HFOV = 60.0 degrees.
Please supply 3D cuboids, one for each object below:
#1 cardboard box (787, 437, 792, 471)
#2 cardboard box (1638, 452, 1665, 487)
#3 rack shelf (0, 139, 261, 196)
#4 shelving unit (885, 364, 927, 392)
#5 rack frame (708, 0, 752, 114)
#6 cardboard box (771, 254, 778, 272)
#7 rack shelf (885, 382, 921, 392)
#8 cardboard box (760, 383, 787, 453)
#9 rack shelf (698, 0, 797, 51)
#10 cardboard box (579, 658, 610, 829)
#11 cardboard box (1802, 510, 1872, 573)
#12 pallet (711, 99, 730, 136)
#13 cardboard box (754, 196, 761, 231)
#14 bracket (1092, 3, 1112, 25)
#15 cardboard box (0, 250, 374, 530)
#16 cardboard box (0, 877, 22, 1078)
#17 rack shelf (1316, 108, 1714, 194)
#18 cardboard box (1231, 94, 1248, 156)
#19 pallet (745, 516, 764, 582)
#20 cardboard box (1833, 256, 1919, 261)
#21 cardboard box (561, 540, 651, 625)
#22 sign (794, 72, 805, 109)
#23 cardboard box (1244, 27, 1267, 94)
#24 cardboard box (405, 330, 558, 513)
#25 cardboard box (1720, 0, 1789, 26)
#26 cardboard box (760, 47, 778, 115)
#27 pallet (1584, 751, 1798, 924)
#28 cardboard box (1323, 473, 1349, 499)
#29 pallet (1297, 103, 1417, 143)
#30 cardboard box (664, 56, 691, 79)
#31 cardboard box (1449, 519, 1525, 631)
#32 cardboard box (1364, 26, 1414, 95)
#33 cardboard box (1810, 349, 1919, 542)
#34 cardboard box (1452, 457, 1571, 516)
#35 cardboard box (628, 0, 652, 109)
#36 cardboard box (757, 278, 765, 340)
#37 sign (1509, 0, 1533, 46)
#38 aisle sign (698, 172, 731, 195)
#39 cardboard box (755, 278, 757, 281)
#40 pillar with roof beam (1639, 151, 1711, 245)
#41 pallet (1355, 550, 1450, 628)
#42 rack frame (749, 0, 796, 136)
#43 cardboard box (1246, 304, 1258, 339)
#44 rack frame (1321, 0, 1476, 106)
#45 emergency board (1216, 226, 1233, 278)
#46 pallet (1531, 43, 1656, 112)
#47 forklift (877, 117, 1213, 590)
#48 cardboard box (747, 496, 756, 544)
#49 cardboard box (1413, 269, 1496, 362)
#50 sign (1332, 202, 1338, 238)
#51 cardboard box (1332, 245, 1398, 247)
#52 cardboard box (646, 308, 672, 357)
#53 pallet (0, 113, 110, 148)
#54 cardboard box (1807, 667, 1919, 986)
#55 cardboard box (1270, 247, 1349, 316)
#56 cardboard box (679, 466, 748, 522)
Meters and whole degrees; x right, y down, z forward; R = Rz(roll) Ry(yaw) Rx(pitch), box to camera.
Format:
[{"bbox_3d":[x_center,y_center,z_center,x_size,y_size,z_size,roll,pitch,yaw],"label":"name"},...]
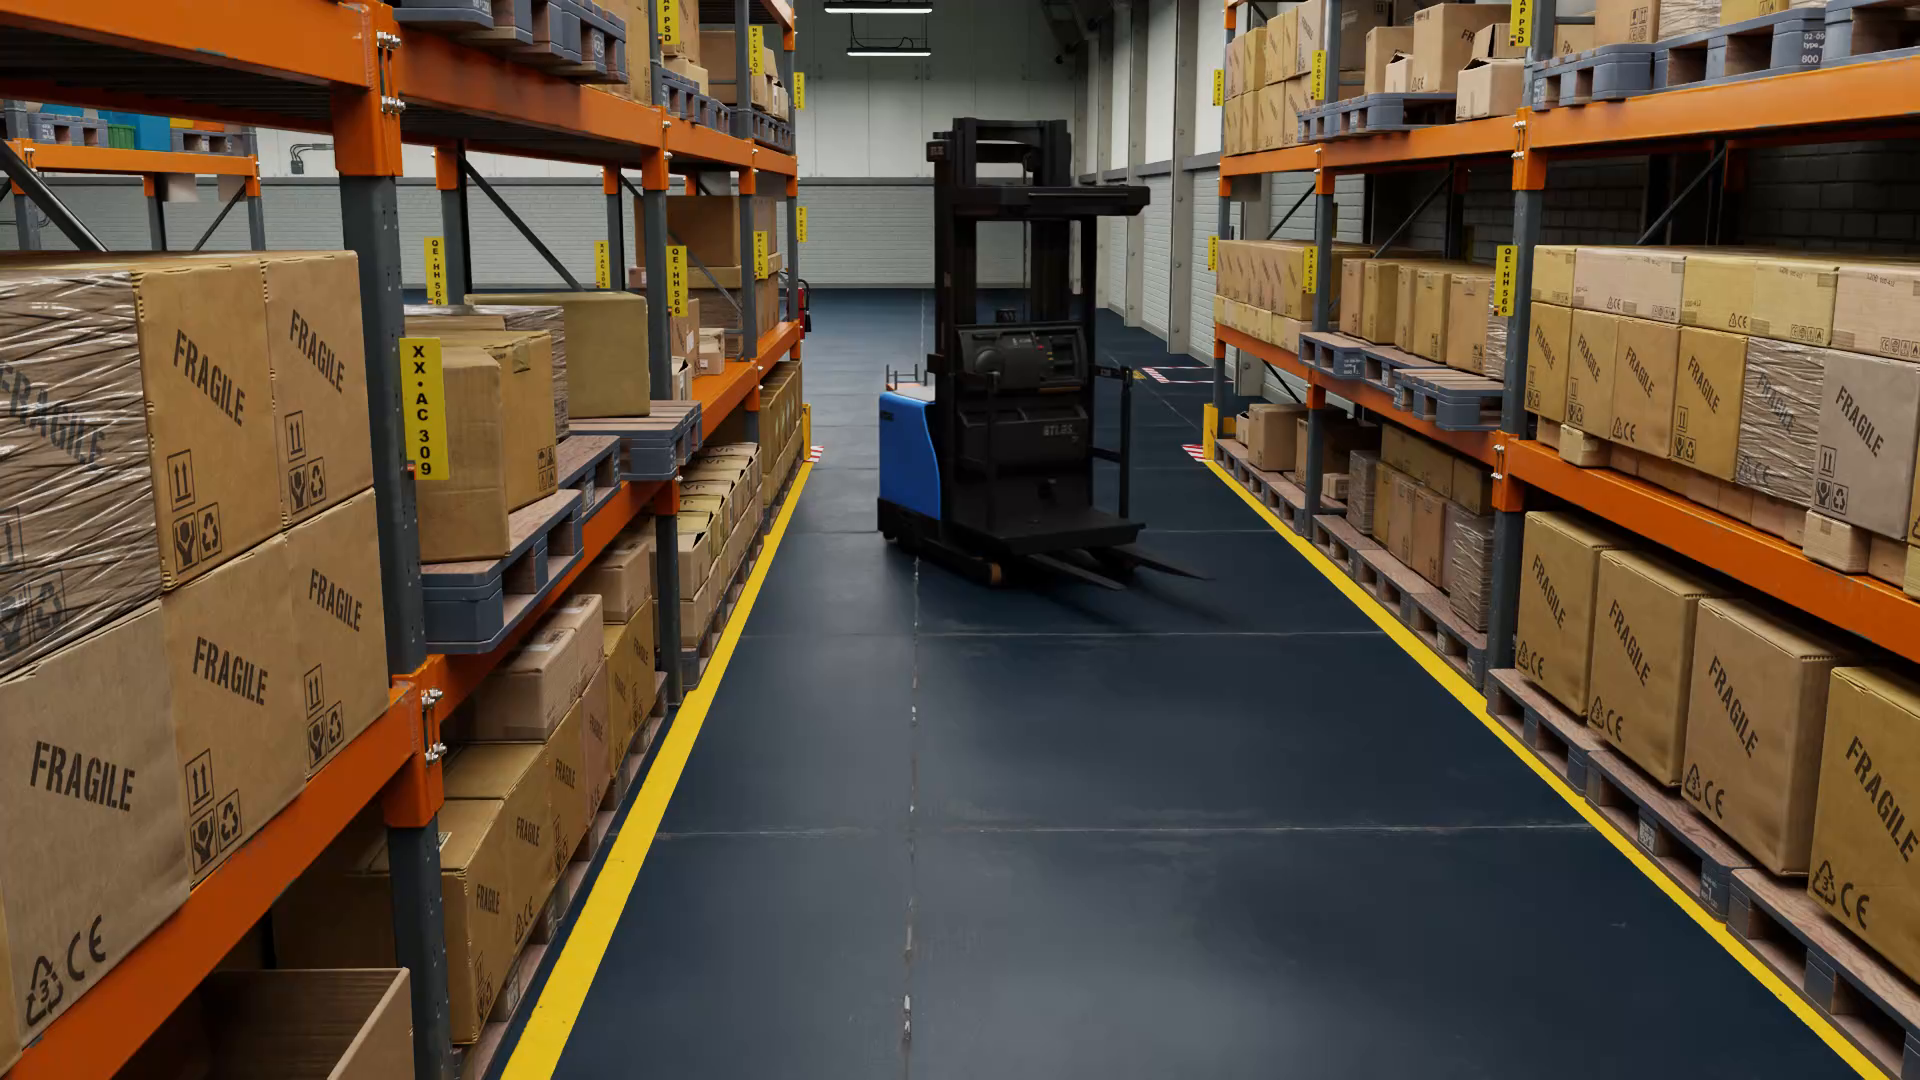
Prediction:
[{"bbox_3d":[-1.673,-0.711,13.880,0.500,0.250,0.500,0,11,-1],"label":"cardboard box"},{"bbox_3d":[2.931,-0.303,6.591,0.380,0.149,0.250,0,11,0],"label":"cardboard box"},{"bbox_3d":[-6.933,-2.957,13.354,1.077,0.370,4.000,0,11,-1],"label":"rack shelf"},{"bbox_3d":[-0.399,-0.695,12.467,0.258,1.200,0.503,-2,12,-9],"label":"shelving unit"},{"bbox_3d":[-1.939,-4.401,11.121,1.000,3.000,0.127,0,11,-1],"label":"rack frame"},{"bbox_3d":[-1.812,-2.445,14.685,0.380,0.149,0.250,0,11,-2],"label":"cardboard box"},{"bbox_3d":[-0.399,-1.080,12.389,0.258,0.148,0.480,-2,12,-9],"label":"rack shelf"},{"bbox_3d":[-1.657,-0.979,13.316,0.500,0.500,0.500,0,11,-1],"label":"cardboard box"},{"bbox_3d":[-1.981,-4.250,13.192,1.077,0.370,4.000,0,11,-1],"label":"rack shelf"},{"bbox_3d":[-1.575,0.735,6.071,0.500,0.500,0.500,-1,11,-3],"label":"cardboard box"},{"bbox_3d":[2.835,0.001,5.091,0.380,0.149,0.250,0,11,-1],"label":"cardboard box"},{"bbox_3d":[-1.908,-2.662,10.575,0.805,0.209,1.217,-1,11,-3],"label":"pallet"},{"bbox_3d":[-1.986,-2.534,13.489,0.700,0.500,0.500,0,11,-1],"label":"cardboard box"},{"bbox_3d":[3.021,-11.021,34.696,0.076,0.066,4.783,0,11,-1],"label":"bracket"},{"bbox_3d":[-1.505,-0.311,3.280,0.500,0.500,0.500,0,11,-1],"label":"cardboard box"},{"bbox_3d":[-1.469,0.484,1.877,0.500,0.500,0.500,0,11,0],"label":"cardboard box"},{"bbox_3d":[3.054,-2.202,9.636,1.077,0.370,4.000,0,11,-1],"label":"rack shelf"},{"bbox_3d":[2.663,-3.632,14.571,0.500,0.500,0.500,1,11,3],"label":"cardboard box"},{"bbox_3d":[-1.885,0.052,11.274,1.003,0.211,1.213,0,11,-1],"label":"pallet"},{"bbox_3d":[3.390,-0.864,5.838,0.500,0.250,0.500,-1,11,-2],"label":"cardboard box"},{"bbox_3d":[-1.597,0.172,6.962,0.500,0.250,0.500,0,11,1],"label":"cardboard box"},{"bbox_3d":[-1.479,-4.121,15.256,0.100,0.325,0.005,0,11,-1],"label":"sign"},{"bbox_3d":[2.677,-4.017,13.955,0.500,0.500,0.500,0,11,0],"label":"cardboard box"},{"bbox_3d":[-1.638,-0.357,4.969,0.700,0.500,0.500,2,12,8],"label":"cardboard box"},{"bbox_3d":[3.225,-2.111,6.016,0.700,0.500,0.500,0,11,2],"label":"cardboard box"},{"bbox_3d":[-1.847,-3.584,12.970,0.797,0.503,0.637,1,12,5],"label":"cardboard box"},{"bbox_3d":[3.059,1.078,6.213,1.003,0.211,1.213,0,11,-1],"label":"pallet"},{"bbox_3d":[2.972,-0.416,12.583,0.380,0.166,0.250,-2,12,-9],"label":"cardboard box"},{"bbox_3d":[2.919,-2.737,10.935,1.213,0.211,1.003,0,11,-1],"label":"pallet"},{"bbox_3d":[-1.922,-2.832,10.251,0.500,0.250,0.500,-1,12,-7],"label":"cardboard box"},{"bbox_3d":[3.029,0.179,8.812,0.700,0.500,0.500,0,11,0],"label":"cardboard box"},{"bbox_3d":[2.944,-3.098,10.935,0.500,0.500,0.500,1,12,7],"label":"cardboard box"},{"bbox_3d":[2.896,-0.289,4.889,0.500,0.500,0.500,0,11,-1],"label":"cardboard box"},{"bbox_3d":[3.080,-0.302,9.297,0.500,0.250,0.500,0,11,0],"label":"cardboard box"},{"bbox_3d":[-1.814,-2.099,7.064,0.910,0.500,0.500,0,11,-1],"label":"cardboard box"},{"bbox_3d":[-1.991,-1.905,13.653,0.700,0.500,0.500,0,11,1],"label":"cardboard box"},{"bbox_3d":[2.553,-2.409,7.544,0.100,0.325,0.005,0,11,-1],"label":"sign"},{"bbox_3d":[-2.330,-3.542,15.437,0.394,0.787,0.004,0,11,-1],"label":"aisle sign"},{"bbox_3d":[-1.774,-2.086,12.912,0.380,0.149,0.250,-1,11,-3],"label":"cardboard box"},{"bbox_3d":[-0.370,-3.872,8.510,9.100,9.000,0.400,0,11,-1],"label":"pillar with roof beam"},{"bbox_3d":[3.059,0.282,10.138,1.003,0.211,1.213,0,11,-1],"label":"pallet"},{"bbox_3d":[-2.022,-5.197,15.041,1.000,3.000,0.127,0,11,-1],"label":"rack frame"},{"bbox_3d":[2.661,-1.811,13.766,0.500,0.250,0.500,0,11,-1],"label":"cardboard box"},{"bbox_3d":[3.013,-4.423,11.225,1.000,3.000,0.127,0,11,-1],"label":"rack frame"},{"bbox_3d":[3.673,-3.826,23.374,0.194,1.169,0.643,0,11,-1],"label":"emergency board"},{"bbox_3d":[3.162,-1.937,6.993,1.213,0.211,1.003,0,11,1],"label":"pallet"},{"bbox_3d":[0.518,-1.233,10.764,1.130,2.935,3.031,-6,13,-26],"label":"forklift"},{"bbox_3d":[-1.632,-0.138,11.053,0.500,0.250,0.500,0,11,-2],"label":"cardboard box"},{"bbox_3d":[3.028,-1.293,9.530,0.700,0.500,0.500,0,11,-1],"label":"cardboard box"},{"bbox_3d":[3.486,-2.998,15.586,0.100,0.325,0.005,0,11,-1],"label":"sign"},{"bbox_3d":[3.200,-2.082,13.220,0.500,0.500,0.500,0,11,0],"label":"cardboard box"},{"bbox_3d":[-1.908,-1.049,9.432,0.500,0.500,0.500,-1,11,-4],"label":"cardboard box"},{"bbox_3d":[-7.004,-2.962,12.047,1.213,0.211,1.003,0,11,-1],"label":"pallet"},{"bbox_3d":[3.035,0.827,4.790,0.750,0.750,0.750,0,11,0],"label":"cardboard box"},{"bbox_3d":[2.678,-1.978,12.706,0.500,0.500,0.500,0,11,-1],"label":"cardboard box"},{"bbox_3d":[-1.620,-0.313,10.504,0.500,0.311,0.500,0,11,-1],"label":"cardboard box"}]
